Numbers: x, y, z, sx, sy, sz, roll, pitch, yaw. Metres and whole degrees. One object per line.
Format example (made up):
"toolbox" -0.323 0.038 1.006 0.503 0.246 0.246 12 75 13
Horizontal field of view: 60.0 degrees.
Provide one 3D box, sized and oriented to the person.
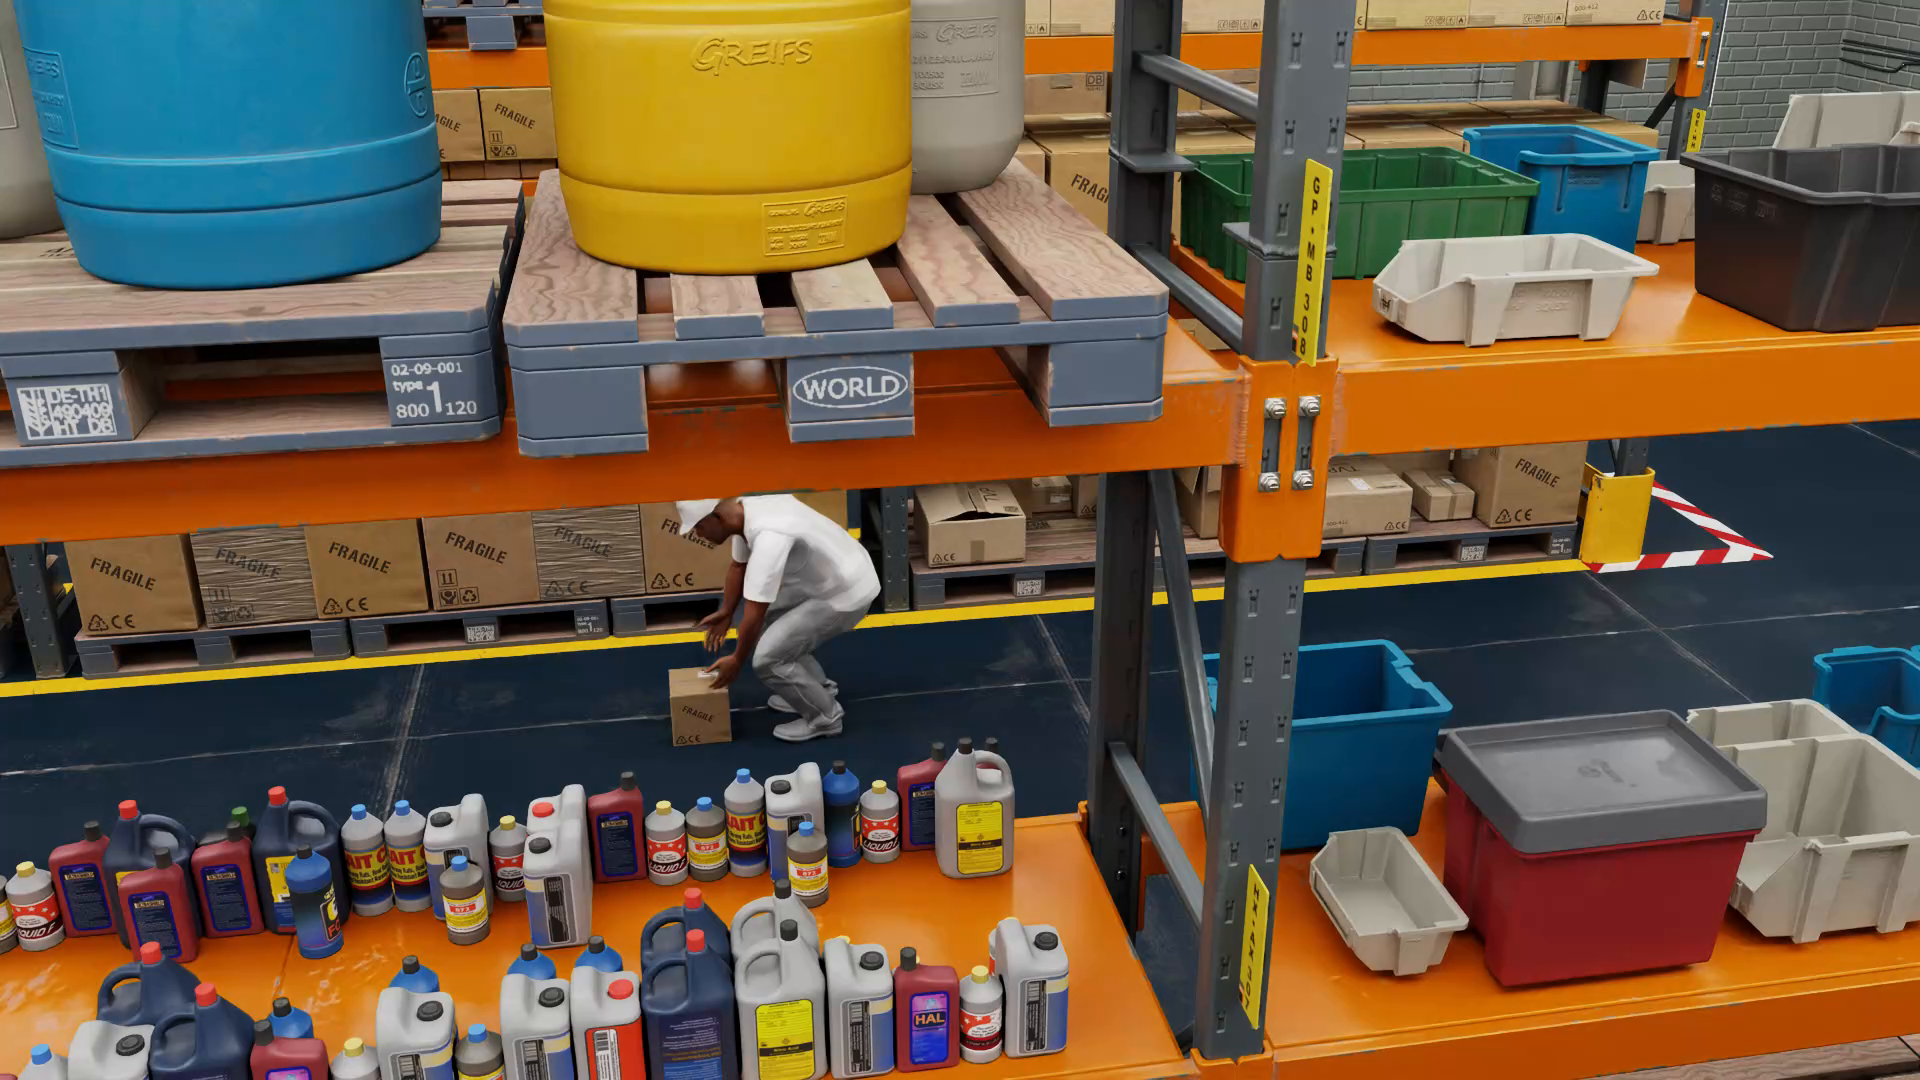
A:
"person" -0.759 0.270 7.129 0.838 1.224 0.622 -4 23 -9
